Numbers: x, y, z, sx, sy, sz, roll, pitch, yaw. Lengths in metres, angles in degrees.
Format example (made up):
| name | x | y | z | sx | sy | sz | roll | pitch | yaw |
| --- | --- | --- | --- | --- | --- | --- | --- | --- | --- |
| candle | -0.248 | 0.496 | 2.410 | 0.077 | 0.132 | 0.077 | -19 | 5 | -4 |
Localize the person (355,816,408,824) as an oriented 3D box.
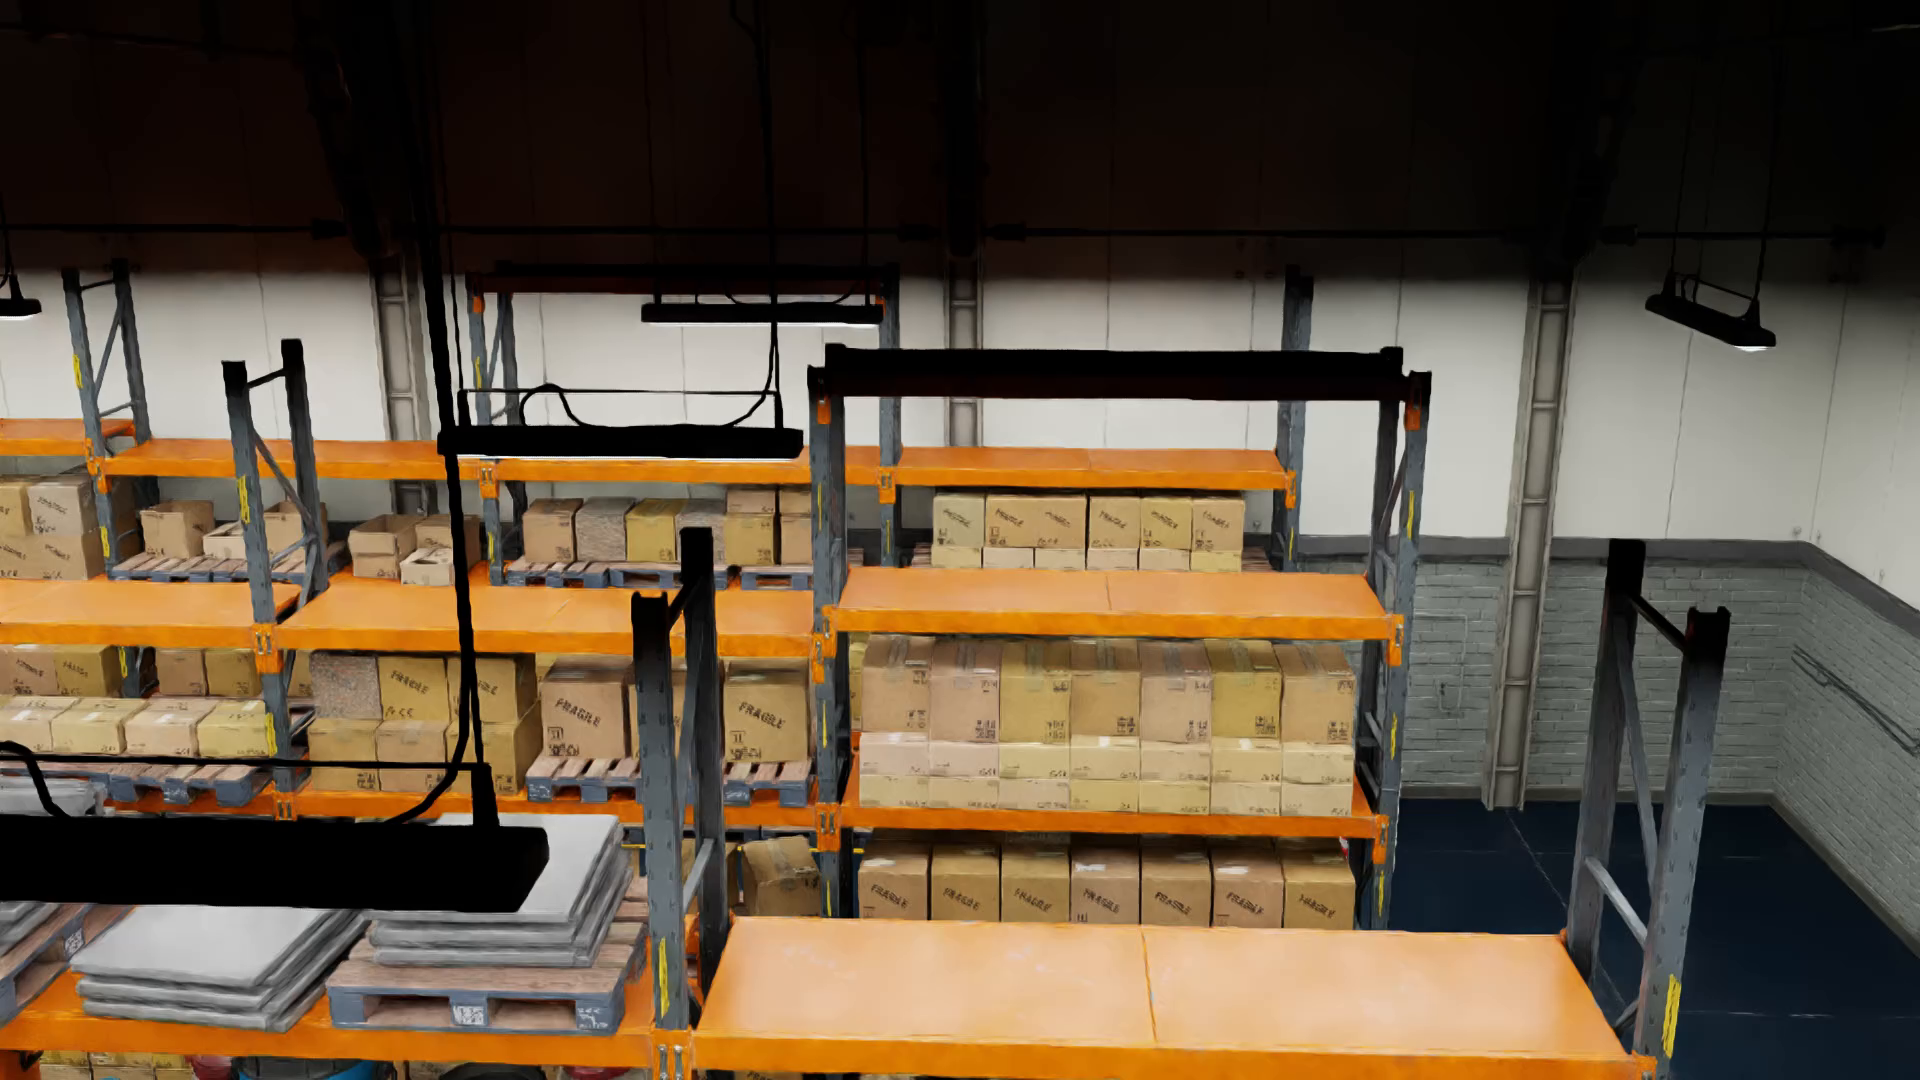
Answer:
| name | x | y | z | sx | sy | sz | roll | pitch | yaw |
| --- | --- | --- | --- | --- | --- | --- | --- | --- | --- |
| person | -5.379 | 2.881 | 15.423 | 0.601 | 1.788 | 0.450 | -7 | 18 | -24 |
